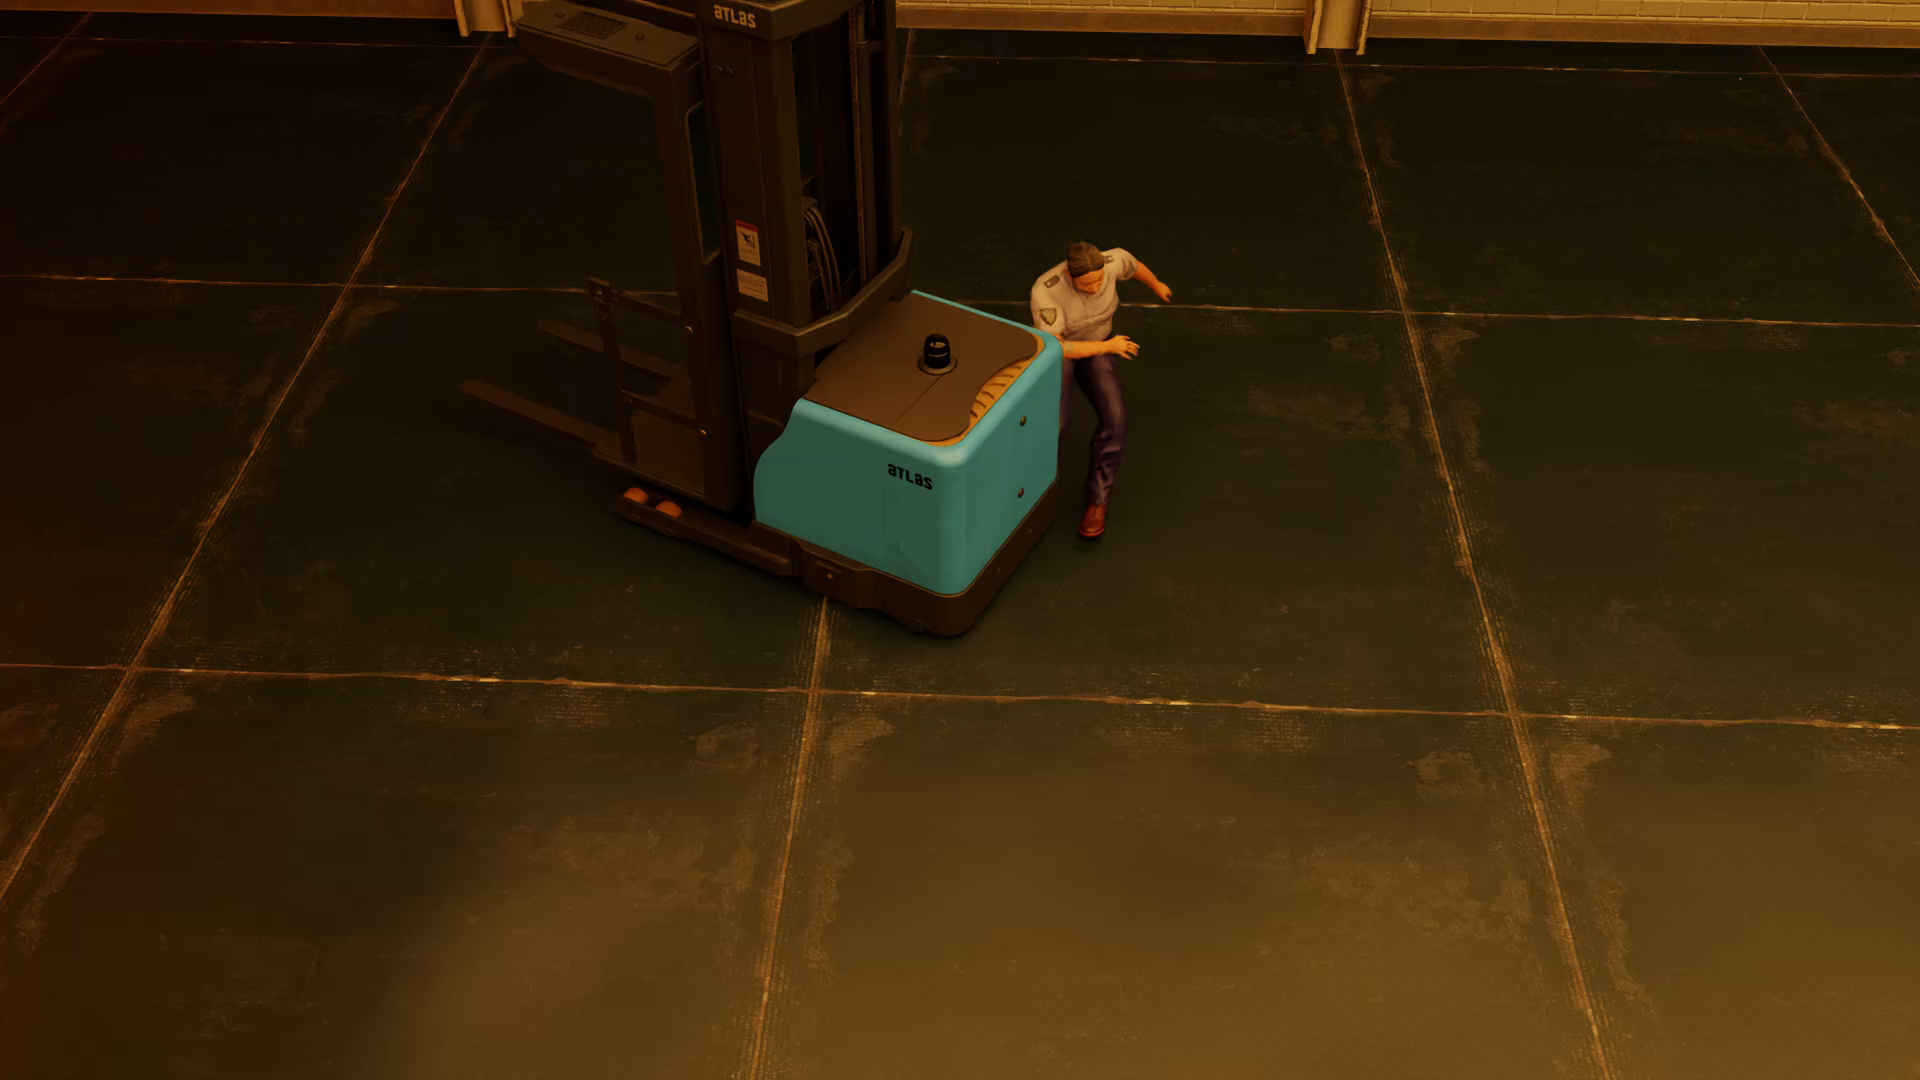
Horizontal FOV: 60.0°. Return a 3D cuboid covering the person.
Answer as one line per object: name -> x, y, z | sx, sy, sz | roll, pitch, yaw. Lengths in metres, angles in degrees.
person -> 0.690, -0.785, 7.822 | 1.014, 1.397, 0.892 | -13, 44, -14

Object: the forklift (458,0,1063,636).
forklift -> -1.068, -1.391, 7.266 | 3.031, 2.935, 1.130 | 21, 46, 21
